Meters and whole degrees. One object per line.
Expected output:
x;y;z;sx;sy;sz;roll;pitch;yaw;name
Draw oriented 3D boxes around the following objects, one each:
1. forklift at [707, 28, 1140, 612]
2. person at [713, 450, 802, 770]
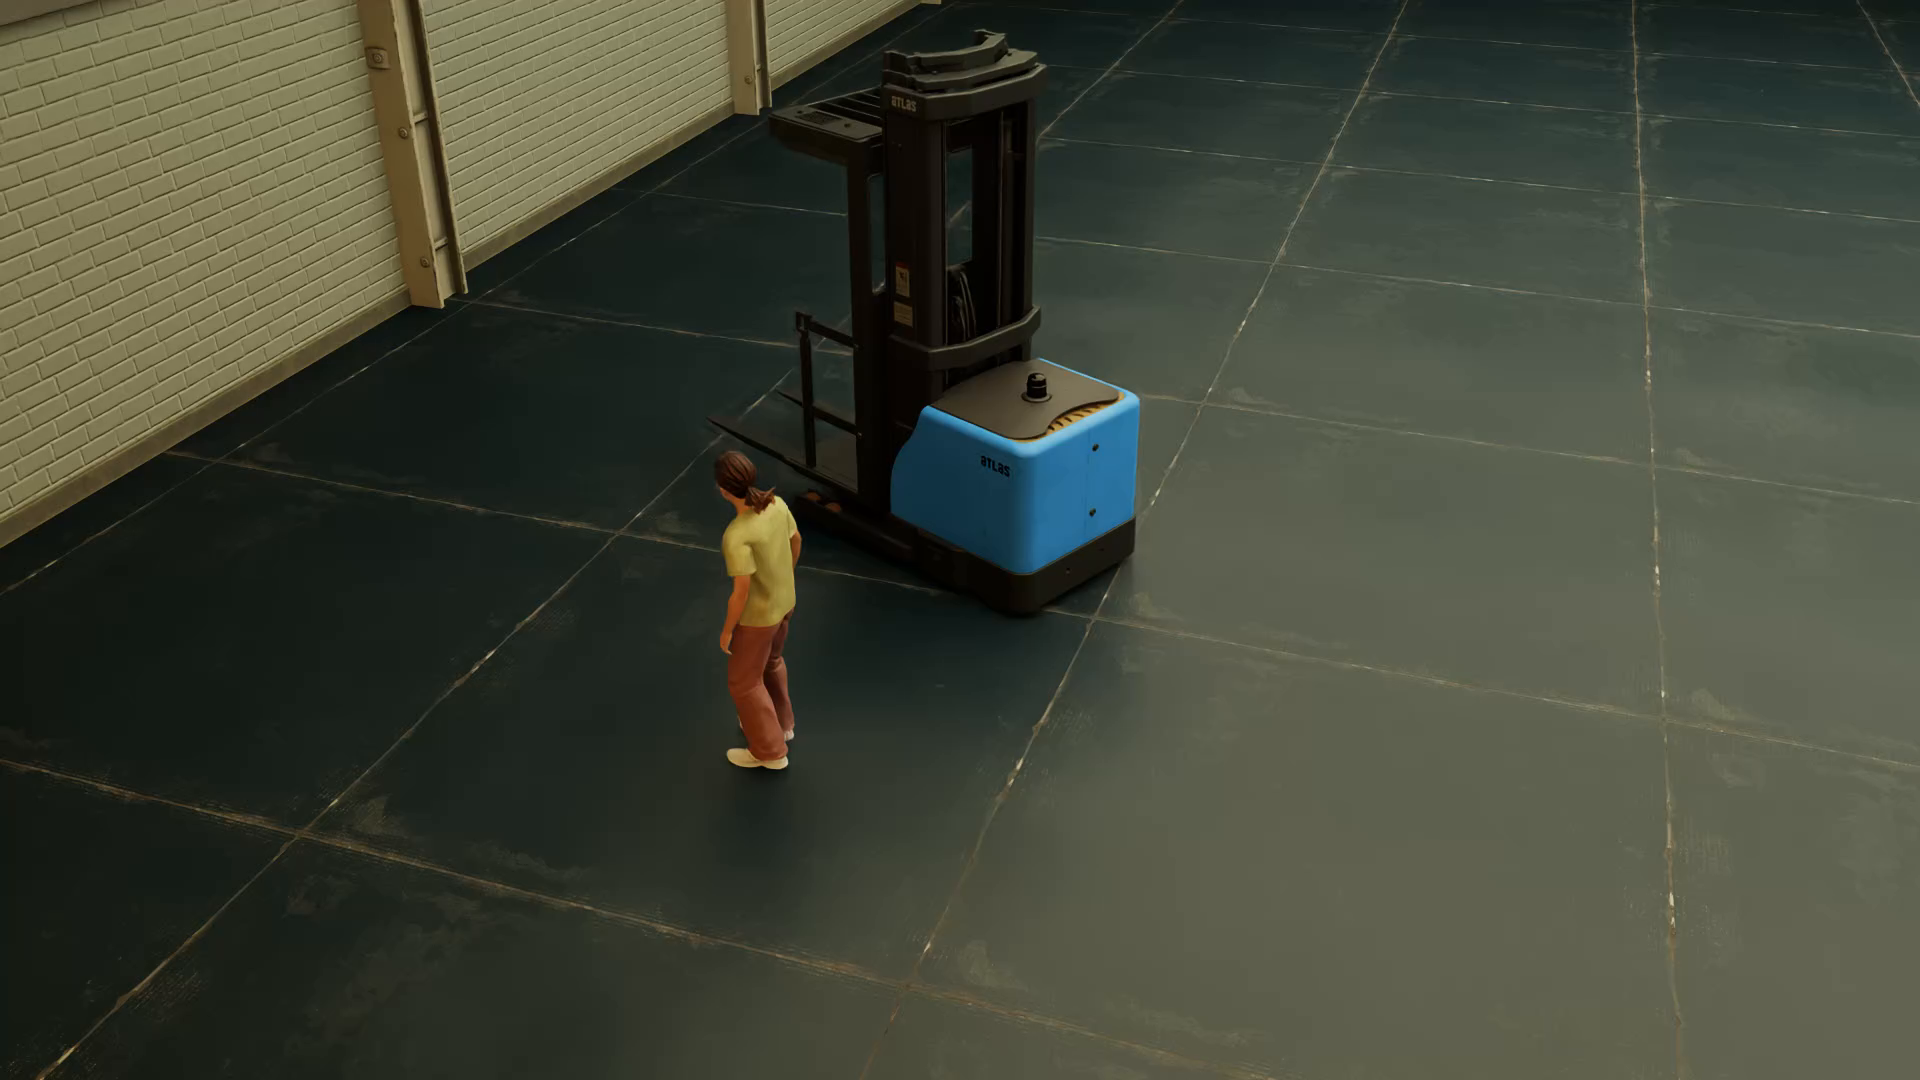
-0.373;-1.497;9.763;3.031;2.935;1.130;26;38;37;forklift
-0.988;0.323;7.847;0.405;1.667;0.592;12;32;20;person
